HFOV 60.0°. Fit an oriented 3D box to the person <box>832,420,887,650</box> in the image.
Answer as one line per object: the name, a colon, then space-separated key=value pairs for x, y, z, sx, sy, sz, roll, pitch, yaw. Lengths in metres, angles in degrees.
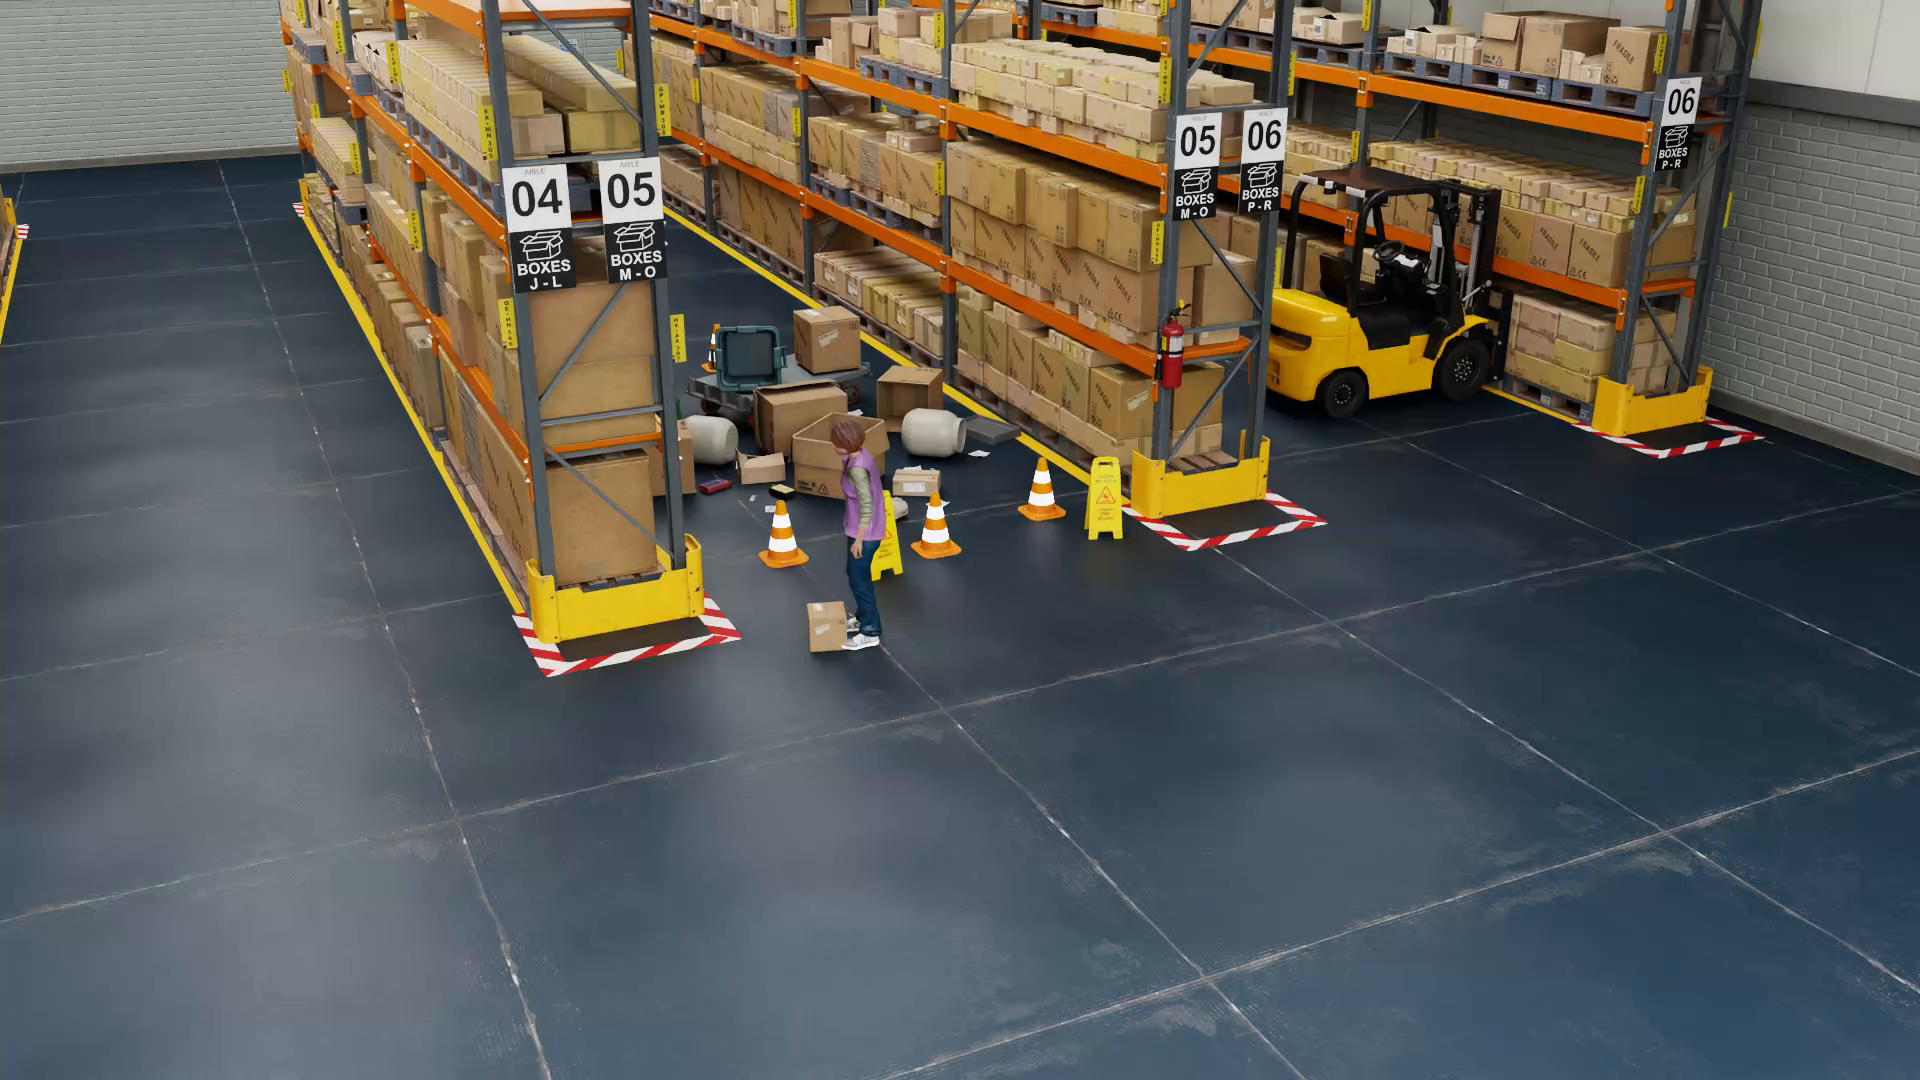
person: x=-0.664 y=-0.048 z=11.115 sx=0.345 sy=1.591 sz=0.460 roll=-3 pitch=23 yaw=-8
